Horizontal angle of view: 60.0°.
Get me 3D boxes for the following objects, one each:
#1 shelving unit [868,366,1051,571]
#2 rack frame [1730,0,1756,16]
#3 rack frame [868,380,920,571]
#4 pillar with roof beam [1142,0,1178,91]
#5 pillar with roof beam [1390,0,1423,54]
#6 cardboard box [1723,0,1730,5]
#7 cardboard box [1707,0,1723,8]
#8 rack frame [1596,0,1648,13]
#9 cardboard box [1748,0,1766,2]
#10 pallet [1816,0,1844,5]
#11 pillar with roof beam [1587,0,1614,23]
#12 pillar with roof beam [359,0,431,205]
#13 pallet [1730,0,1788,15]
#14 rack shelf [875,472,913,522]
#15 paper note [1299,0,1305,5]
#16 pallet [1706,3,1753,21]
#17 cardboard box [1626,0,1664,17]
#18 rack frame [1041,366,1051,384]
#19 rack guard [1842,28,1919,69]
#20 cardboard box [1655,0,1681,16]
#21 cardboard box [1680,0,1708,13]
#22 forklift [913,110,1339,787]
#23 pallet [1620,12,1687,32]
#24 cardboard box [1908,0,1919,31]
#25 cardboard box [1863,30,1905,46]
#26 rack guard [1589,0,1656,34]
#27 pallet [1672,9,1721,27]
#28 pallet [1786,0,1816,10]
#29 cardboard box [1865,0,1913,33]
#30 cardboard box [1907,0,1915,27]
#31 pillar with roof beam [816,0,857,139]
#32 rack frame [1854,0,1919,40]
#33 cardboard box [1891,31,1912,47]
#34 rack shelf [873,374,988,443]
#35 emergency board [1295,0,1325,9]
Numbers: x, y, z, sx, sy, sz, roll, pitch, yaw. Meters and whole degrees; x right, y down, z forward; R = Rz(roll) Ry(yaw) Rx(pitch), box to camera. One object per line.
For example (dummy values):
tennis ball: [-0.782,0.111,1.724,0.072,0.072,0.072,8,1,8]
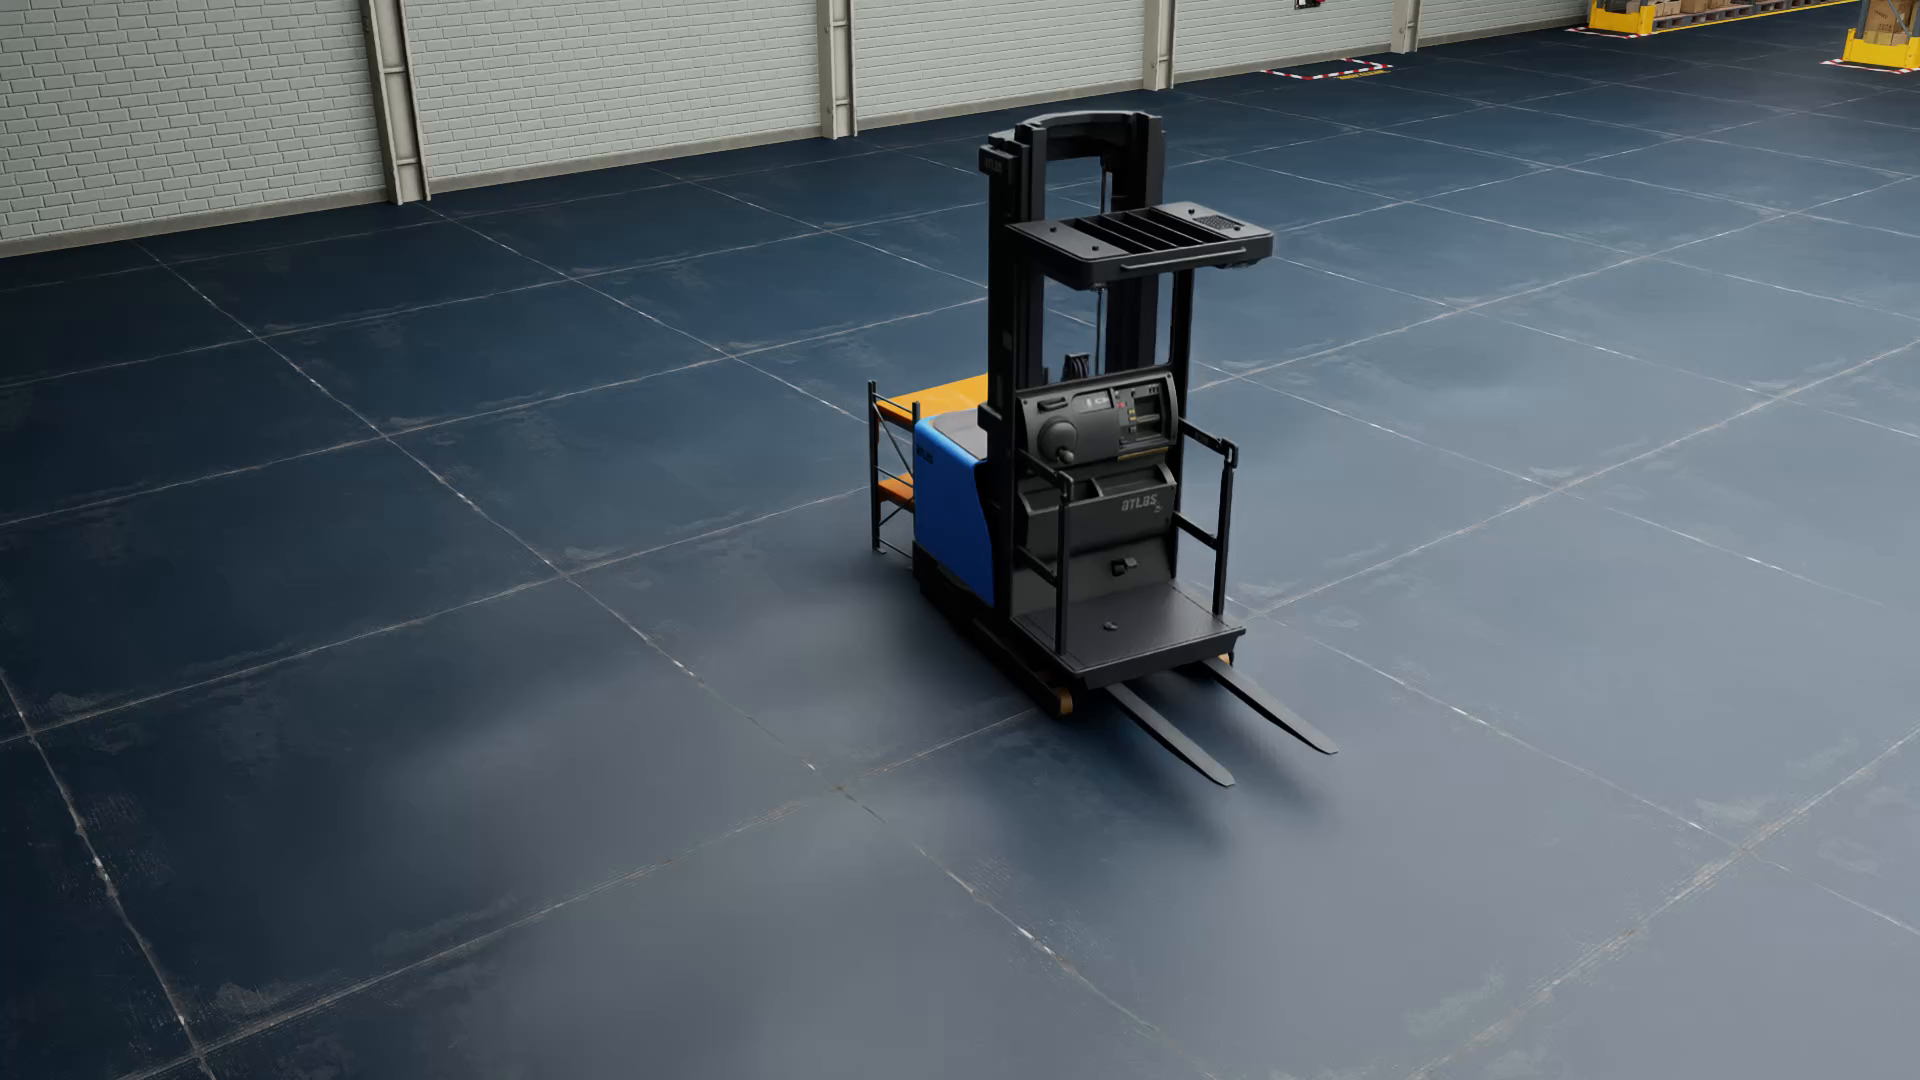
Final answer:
shelving unit: [0.004,-0.513,10.520,1.048,1.125,0.538,-18,30,-34]
rack frame: [15.655,-12.097,33.252,0.127,3.000,1.000,-18,31,-34]
rack frame: [-0.399,-0.383,10.238,0.032,1.125,0.500,-18,30,-34]
pillar with roof beam: [5.738,-9.704,20.970,0.400,9.000,9.100,-18,31,-34]
pillar with roof beam: [10.459,-11.263,24.329,0.400,9.000,9.100,-18,31,-34]
cardboard box: [15.252,-10.862,33.435,0.380,0.166,0.250,22,33,39]
cardboard box: [14.863,-10.880,33.076,0.500,0.500,0.500,-21,32,-38]
rack frame: [12.507,-11.058,31.013,0.127,3.000,1.000,-18,31,-34]
cardboard box: [16.224,-11.359,34.110,0.500,0.500,0.700,-17,30,-32]
pallet: [18.187,-11.669,35.642,1.213,0.211,1.003,-18,31,-34]
pillar with roof beam: [15.181,-12.821,27.687,0.400,9.000,9.100,-18,31,-34]
pillar with roof beam: [-3.705,-6.587,14.254,0.400,9.000,9.100,-18,31,-34]
pallet: [16.267,-11.035,34.276,1.213,0.211,1.003,-18,31,-34]
rack shelf: [0.004,-0.291,10.623,1.000,0.278,0.538,-18,30,-34]
paper note: [5.653,-8.916,27.444,0.142,0.148,0.016,-18,31,-34]
pallet: [15.148,-10.646,33.438,1.213,0.211,1.003,-18,31,-34]
cardboard box: [13.107,-10.188,31.810,0.500,0.311,0.500,-23,33,-40]
rack frame: [0.406,-0.644,10.801,0.032,1.125,0.500,-18,30,-34]
rack guard: [15.548,-8.278,27.992,0.348,0.500,1.175,-18,31,-34]
cardboard box: [13.556,-10.336,32.129,0.500,0.311,0.500,-15,29,-30]
cardboard box: [14.164,-10.596,32.464,0.500,0.500,0.700,-21,32,-37]
forklift: [0.839,-0.609,8.581,1.130,2.935,3.031,-12,28,-25]
pallet: [13.228,-10.012,32.072,1.213,0.211,1.003,-18,31,-34]
cardboard box: [16.518,-8.897,28.235,0.500,0.500,0.500,-18,31,-34]
cardboard box: [15.807,-8.598,28.481,0.500,0.250,0.500,-18,31,-34]
rack guard: [12.567,-9.944,31.582,0.348,0.500,1.175,-18,31,-34]
pallet: [14.187,-10.327,32.752,1.213,0.211,1.003,-18,31,-34]
pallet: [17.227,-11.354,34.963,1.213,0.211,1.003,-18,31,-34]
cardboard box: [15.805,-8.939,28.325,0.500,0.500,0.500,-18,31,-34]
cardboard box: [16.583,-9.204,28.895,0.500,0.500,0.500,-18,31,-34]
pillar with roof beam: [1.016,-8.146,17.612,0.400,9.000,9.100,-18,31,-34]
rack frame: [15.567,-9.418,27.480,0.127,3.000,1.000,-18,31,-34]
cardboard box: [16.126,-8.427,28.111,0.500,0.250,0.500,-18,31,-34]
rack shelf: [0.004,-0.779,10.396,1.000,0.278,0.538,-18,30,-34]
emergency board: [5.835,-9.338,27.308,0.643,1.169,0.194,-18,31,-34]
